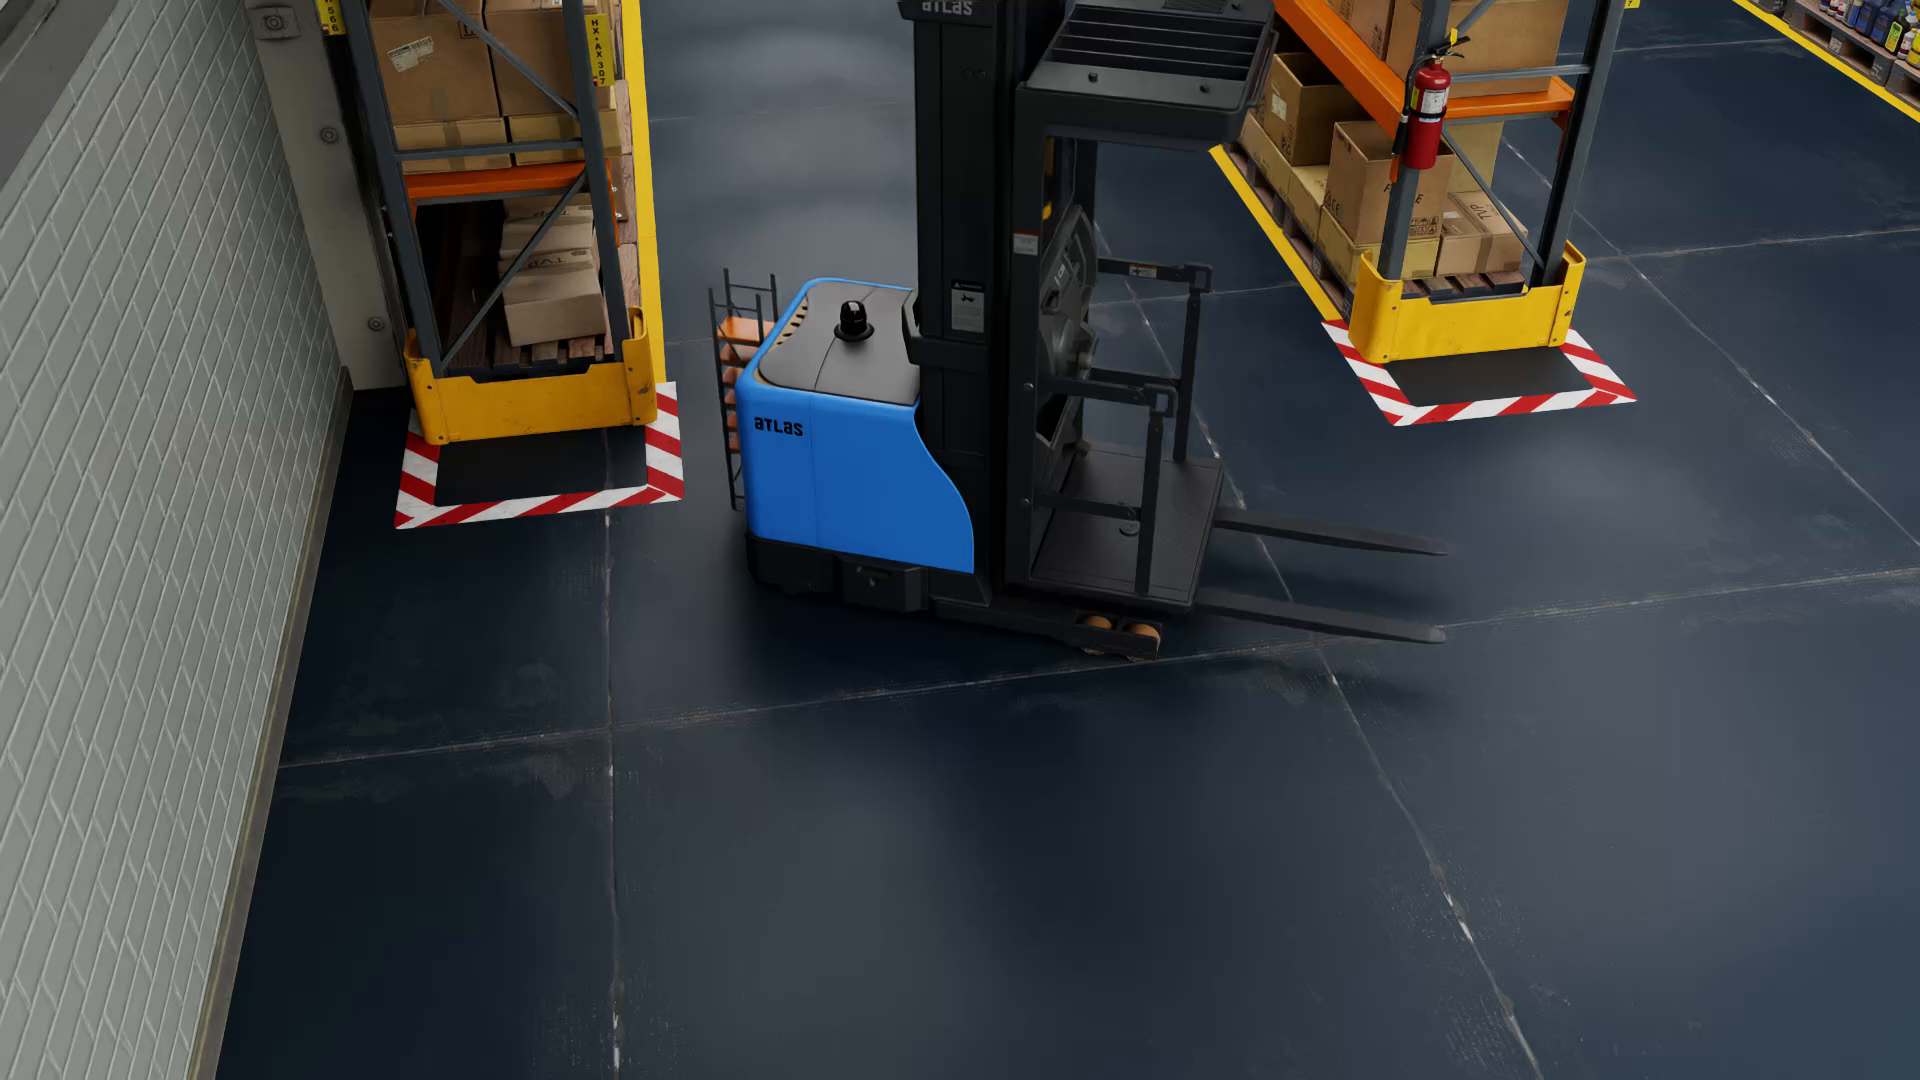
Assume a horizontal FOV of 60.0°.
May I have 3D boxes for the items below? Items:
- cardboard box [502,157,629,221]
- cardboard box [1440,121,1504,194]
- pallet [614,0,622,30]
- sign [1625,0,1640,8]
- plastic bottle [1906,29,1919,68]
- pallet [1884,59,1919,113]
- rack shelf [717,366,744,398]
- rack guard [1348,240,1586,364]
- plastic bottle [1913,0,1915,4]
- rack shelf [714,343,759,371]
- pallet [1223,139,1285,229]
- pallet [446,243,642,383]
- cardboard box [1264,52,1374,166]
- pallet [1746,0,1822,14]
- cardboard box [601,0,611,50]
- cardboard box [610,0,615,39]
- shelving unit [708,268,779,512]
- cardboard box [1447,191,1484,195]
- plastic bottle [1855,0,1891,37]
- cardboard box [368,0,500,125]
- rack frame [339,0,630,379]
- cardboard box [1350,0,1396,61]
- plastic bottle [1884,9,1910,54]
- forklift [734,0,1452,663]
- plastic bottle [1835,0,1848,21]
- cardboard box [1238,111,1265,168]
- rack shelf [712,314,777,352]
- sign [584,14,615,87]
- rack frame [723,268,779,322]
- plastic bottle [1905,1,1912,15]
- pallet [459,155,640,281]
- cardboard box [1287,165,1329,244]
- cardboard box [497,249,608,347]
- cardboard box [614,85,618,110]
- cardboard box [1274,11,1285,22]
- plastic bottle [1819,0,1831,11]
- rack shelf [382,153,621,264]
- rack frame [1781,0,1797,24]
[{"bbox_3d":[-2.353,-2.184,9.795,0.700,0.500,0.500,-9,39,-11],"label":"cardboard box"},{"bbox_3d":[2.771,-2.338,9.602,0.500,0.500,0.500,-6,38,-8],"label":"cardboard box"},{"bbox_3d":[-3.197,-4.300,13.113,1.003,0.211,1.213,-6,38,-8],"label":"pallet"},{"bbox_3d":[3.283,-2.741,8.063,0.100,0.325,0.005,-6,38,-8],"label":"sign"},{"bbox_3d":[6.752,-3.483,11.589,0.144,0.351,0.185,-7,38,-8],"label":"plastic bottle"},{"bbox_3d":[7.206,-3.009,11.451,1.003,0.211,1.213,-6,38,-8],"label":"pallet"},{"bbox_3d":[-0.950,-0.714,7.567,0.258,0.103,0.180,9,39,12],"label":"rack shelf"},{"bbox_3d":[2.740,-1.310,9.029,1.175,0.500,0.348,-6,38,-8],"label":"rack guard"},{"bbox_3d":[7.282,-4.142,12.558,0.097,0.201,0.097,0,38,0],"label":"plastic bottle"},{"bbox_3d":[-0.950,-0.809,7.494,0.258,0.103,0.180,9,39,12],"label":"rack shelf"},{"bbox_3d":[2.350,-2.404,10.672,1.003,0.211,1.213,-6,38,-8],"label":"pallet"},{"bbox_3d":[-2.261,-1.216,9.143,1.003,0.211,1.213,-6,38,-8],"label":"pallet"},{"bbox_3d":[2.159,-2.582,9.917,0.500,0.500,0.500,-6,38,-8],"label":"cardboard box"},{"bbox_3d":[6.736,-4.628,13.534,1.003,0.211,1.213,-6,38,-8],"label":"pallet"},{"bbox_3d":[-2.005,-2.642,8.201,0.500,0.500,0.500,-6,38,-8],"label":"cardboard box"},{"bbox_3d":[-2.188,-2.981,9.247,0.500,0.250,0.500,-6,38,-8],"label":"cardboard box"},{"bbox_3d":[-0.950,-0.654,7.613,0.258,1.200,0.189,9,39,12],"label":"shelving unit"},{"bbox_3d":[2.770,-2.041,9.832,0.500,0.250,0.500,-6,38,-8],"label":"cardboard box"},{"bbox_3d":[6.645,-3.854,12.066,0.144,0.351,0.185,-5,38,-7],"label":"plastic bottle"},{"bbox_3d":[-2.432,-2.284,7.739,0.500,0.500,0.500,-7,38,-8],"label":"cardboard box"},{"bbox_3d":[-2.141,-1.777,7.592,1.000,3.000,0.127,-6,38,-8],"label":"rack frame"},{"bbox_3d":[2.570,-2.952,9.023,0.700,0.500,0.500,-5,38,-7],"label":"cardboard box"},{"bbox_3d":[6.666,-3.609,11.806,0.061,0.283,0.133,-5,38,-6],"label":"plastic bottle"},{"bbox_3d":[0.625,-0.999,6.647,3.031,2.935,1.130,9,39,12],"label":"forklift"},{"bbox_3d":[6.572,-3.965,12.331,0.097,0.201,0.097,0,38,0],"label":"plastic bottle"},{"bbox_3d":[2.076,-2.589,10.536,0.500,0.250,0.500,-6,38,-8],"label":"cardboard box"},{"bbox_3d":[-0.951,-0.904,7.420,0.258,0.103,0.180,9,39,12],"label":"rack shelf"},{"bbox_3d":[-1.606,-2.177,7.402,0.100,0.325,0.005,-6,38,-8],"label":"sign"},{"bbox_3d":[-0.926,-0.709,7.683,0.240,1.200,0.006,9,39,12],"label":"rack frame"},{"bbox_3d":[6.789,-3.748,11.995,0.097,0.271,0.097,0,38,0],"label":"plastic bottle"},{"bbox_3d":[-2.472,-1.952,10.090,1.003,0.211,1.213,-6,38,-8],"label":"pallet"},{"bbox_3d":[2.251,-1.985,9.759,0.500,0.250,0.500,-6,38,-8],"label":"cardboard box"},{"bbox_3d":[-2.173,-1.316,8.833,0.500,0.311,0.500,-10,39,-13],"label":"cardboard box"},{"bbox_3d":[-2.019,-2.367,8.457,0.500,0.250,0.500,-7,38,-9],"label":"cardboard box"},{"bbox_3d":[1.983,-3.186,10.694,0.500,0.500,0.500,-6,38,-8],"label":"cardboard box"},{"bbox_3d":[6.536,-4.115,12.467,0.097,0.271,0.097,0,38,0],"label":"plastic bottle"},{"bbox_3d":[-2.491,-2.701,9.368,1.077,0.370,4.000,-6,38,-8],"label":"rack shelf"},{"bbox_3d":[6.912,-5.259,12.074,1.000,3.000,0.127,-6,38,-8],"label":"rack frame"}]
